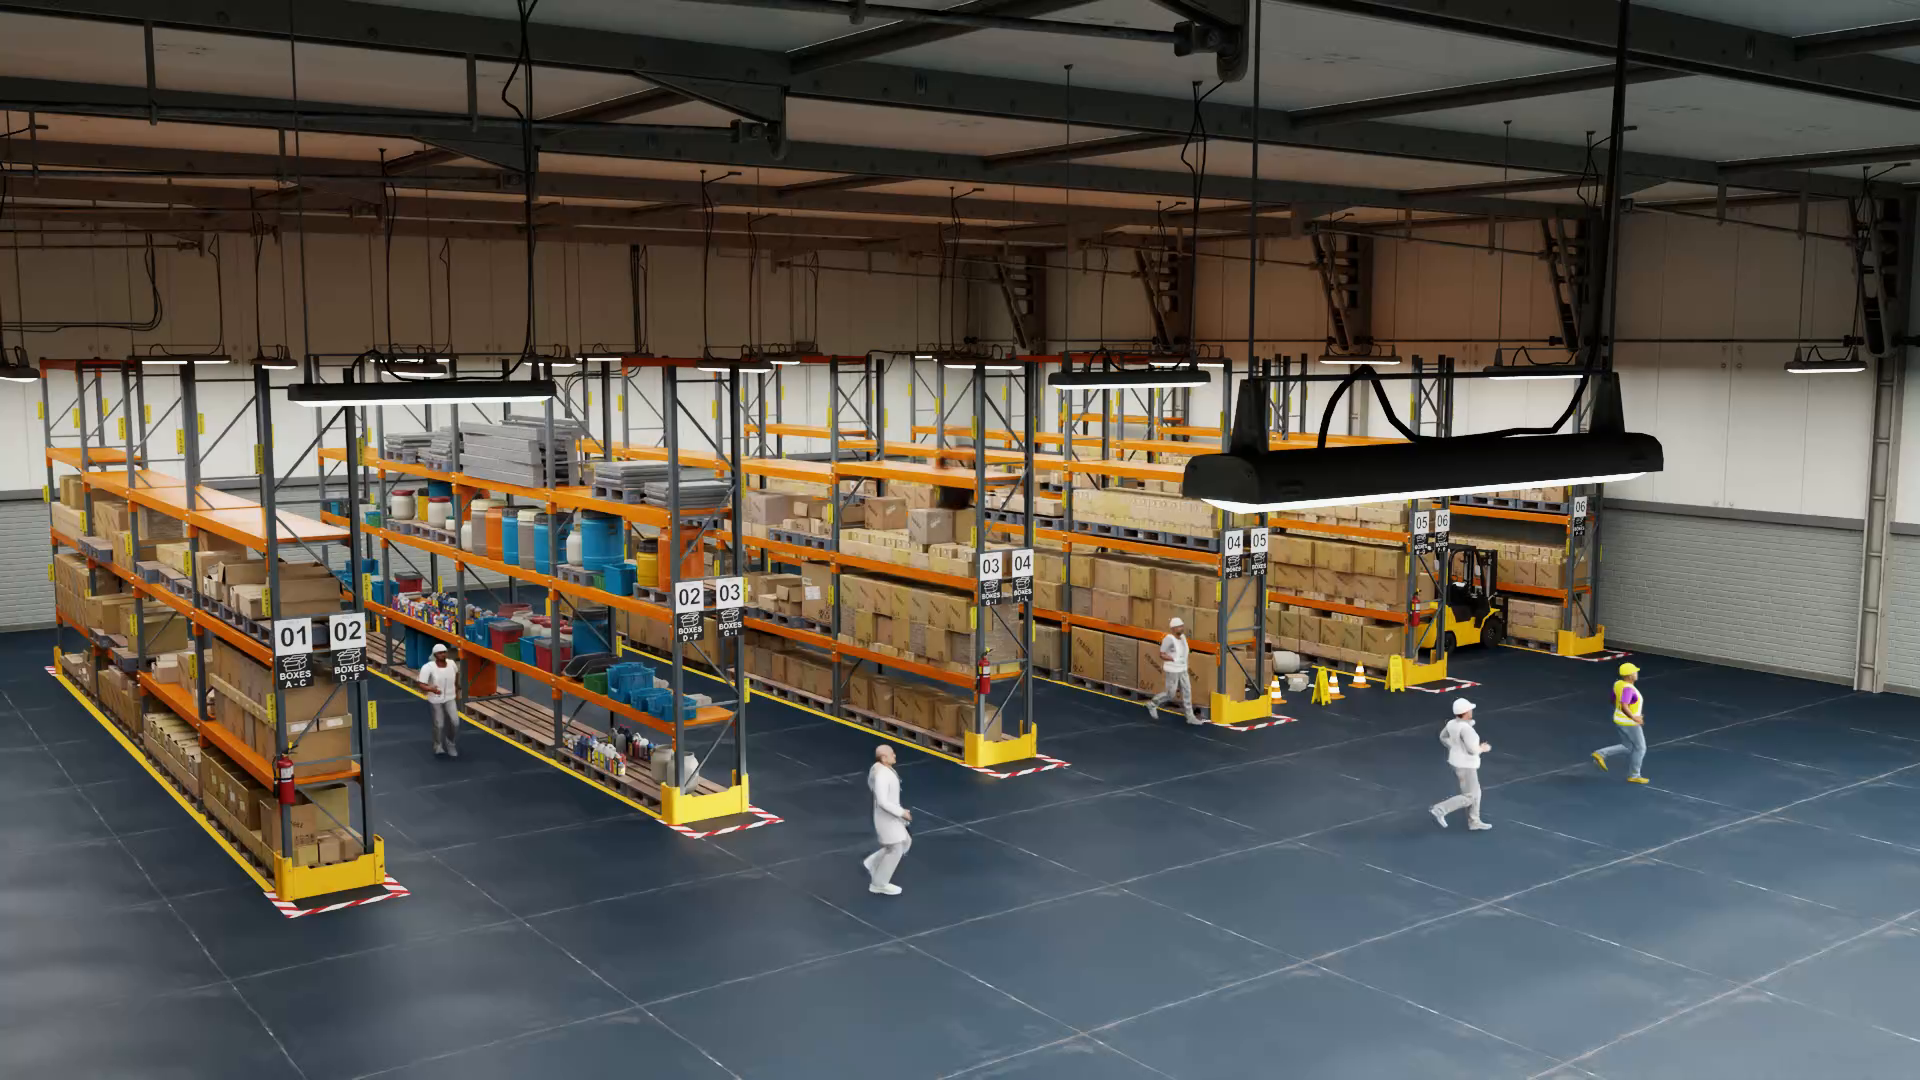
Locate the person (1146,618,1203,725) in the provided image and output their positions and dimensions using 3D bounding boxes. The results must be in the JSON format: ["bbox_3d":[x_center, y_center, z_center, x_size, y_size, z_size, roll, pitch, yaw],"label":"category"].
[{"bbox_3d":[3.522,2.139,27.307,0.993,1.763,0.729,5,8,36],"label":"person"}]

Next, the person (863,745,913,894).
[{"bbox_3d":[-0.832,3.193,19.067,0.571,1.738,0.717,-1,7,-6],"label":"person"}]

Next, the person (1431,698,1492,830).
[{"bbox_3d":[6.465,2.898,21.410,0.878,1.746,0.670,-1,7,-6],"label":"person"}]

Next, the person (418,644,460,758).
[{"bbox_3d":[-7.851,2.442,25.211,0.684,1.767,0.696,-5,8,-34],"label":"person"}]

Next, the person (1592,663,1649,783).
[{"bbox_3d":[9.520,2.625,23.824,0.796,1.747,0.700,0,7,1],"label":"person"}]
